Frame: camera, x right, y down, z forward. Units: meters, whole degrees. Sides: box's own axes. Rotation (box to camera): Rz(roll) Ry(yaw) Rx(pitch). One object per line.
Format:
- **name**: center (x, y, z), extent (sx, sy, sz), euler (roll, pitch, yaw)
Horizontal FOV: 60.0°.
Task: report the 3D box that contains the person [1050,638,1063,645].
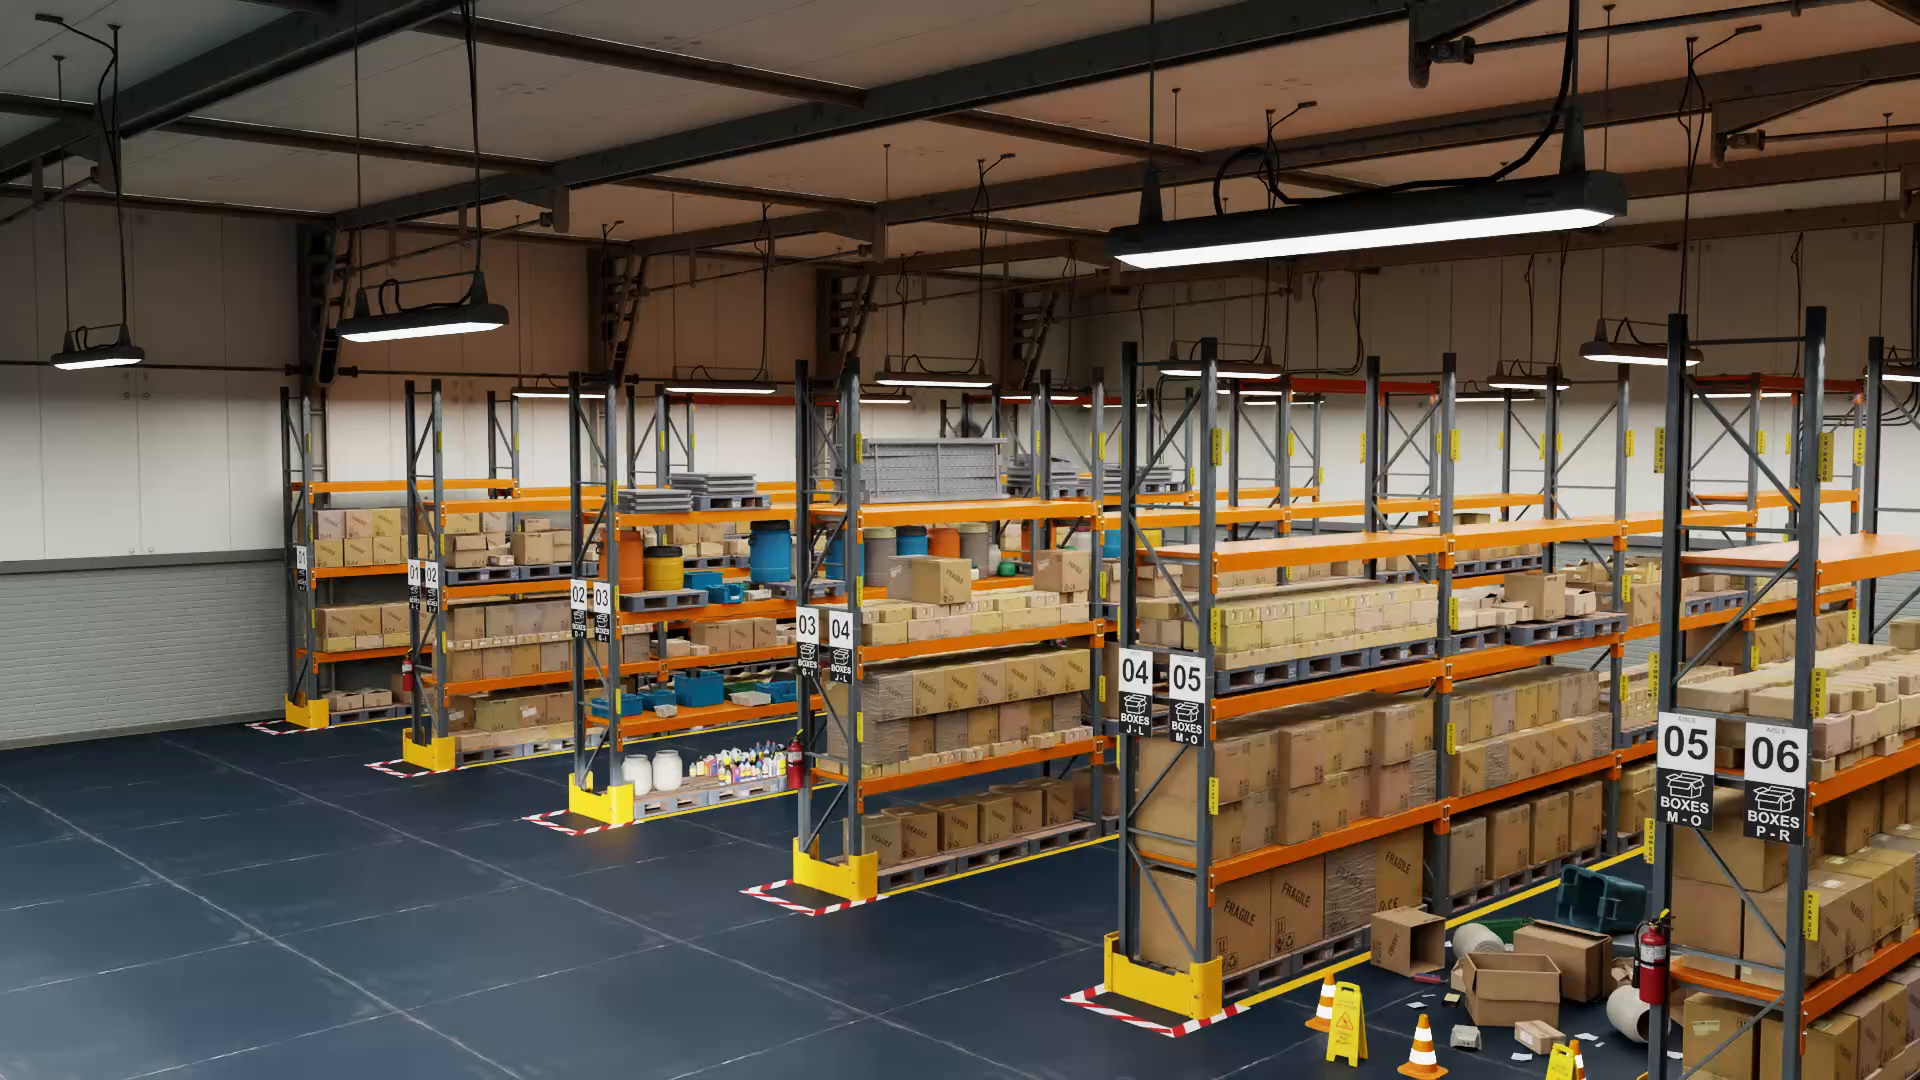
- **person**: center (1.893, 1.937, 32.694), extent (0.652, 1.888, 0.724), euler (3, 5, 40)
